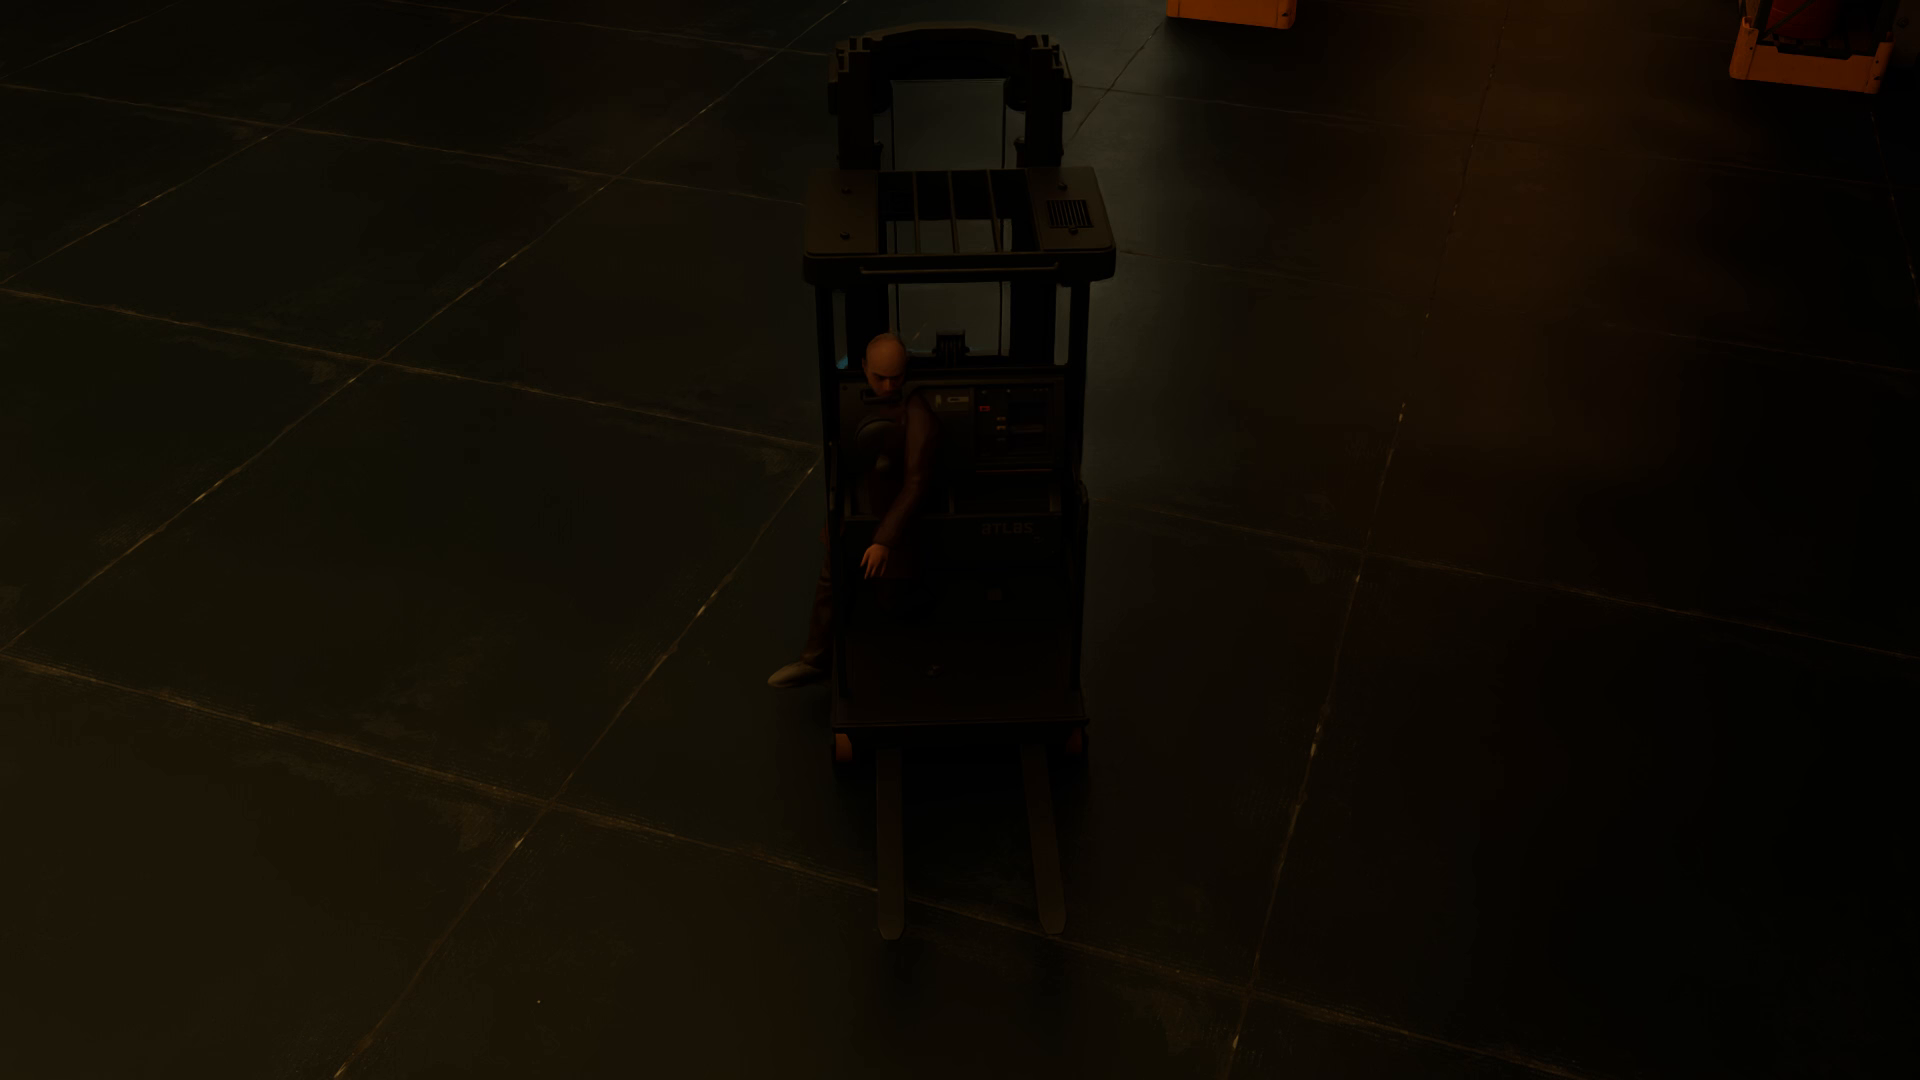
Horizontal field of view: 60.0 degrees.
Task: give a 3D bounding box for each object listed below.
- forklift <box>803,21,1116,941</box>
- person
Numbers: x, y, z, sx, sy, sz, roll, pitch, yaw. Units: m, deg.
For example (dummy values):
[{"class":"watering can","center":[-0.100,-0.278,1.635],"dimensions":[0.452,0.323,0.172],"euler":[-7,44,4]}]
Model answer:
[{"class":"forklift","center":[-0.018,-0.413,6.693],"dimensions":[1.130,2.935,3.031],"euler":[-2,35,-2]},{"class":"person","center":[-0.428,-0.104,7.182],"dimensions":[0.750,1.721,0.969],"euler":[29,45,35]}]
